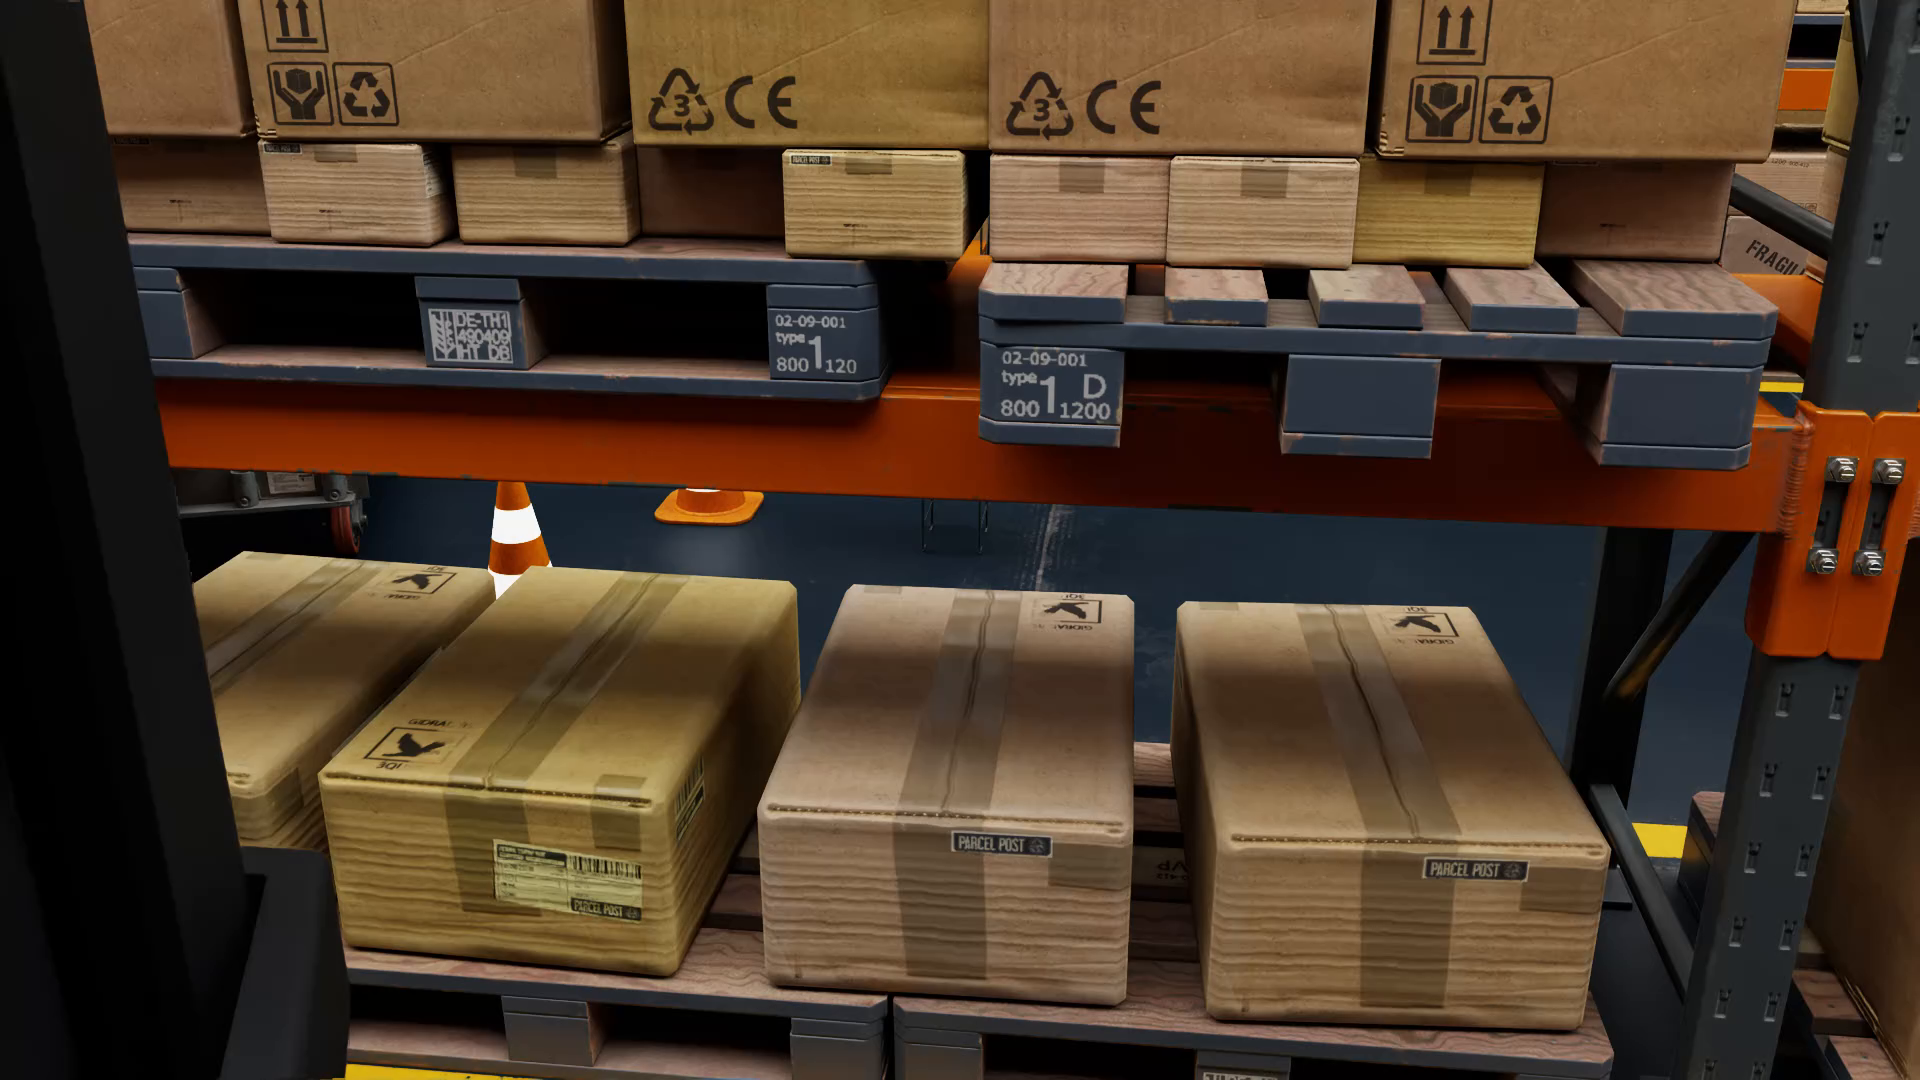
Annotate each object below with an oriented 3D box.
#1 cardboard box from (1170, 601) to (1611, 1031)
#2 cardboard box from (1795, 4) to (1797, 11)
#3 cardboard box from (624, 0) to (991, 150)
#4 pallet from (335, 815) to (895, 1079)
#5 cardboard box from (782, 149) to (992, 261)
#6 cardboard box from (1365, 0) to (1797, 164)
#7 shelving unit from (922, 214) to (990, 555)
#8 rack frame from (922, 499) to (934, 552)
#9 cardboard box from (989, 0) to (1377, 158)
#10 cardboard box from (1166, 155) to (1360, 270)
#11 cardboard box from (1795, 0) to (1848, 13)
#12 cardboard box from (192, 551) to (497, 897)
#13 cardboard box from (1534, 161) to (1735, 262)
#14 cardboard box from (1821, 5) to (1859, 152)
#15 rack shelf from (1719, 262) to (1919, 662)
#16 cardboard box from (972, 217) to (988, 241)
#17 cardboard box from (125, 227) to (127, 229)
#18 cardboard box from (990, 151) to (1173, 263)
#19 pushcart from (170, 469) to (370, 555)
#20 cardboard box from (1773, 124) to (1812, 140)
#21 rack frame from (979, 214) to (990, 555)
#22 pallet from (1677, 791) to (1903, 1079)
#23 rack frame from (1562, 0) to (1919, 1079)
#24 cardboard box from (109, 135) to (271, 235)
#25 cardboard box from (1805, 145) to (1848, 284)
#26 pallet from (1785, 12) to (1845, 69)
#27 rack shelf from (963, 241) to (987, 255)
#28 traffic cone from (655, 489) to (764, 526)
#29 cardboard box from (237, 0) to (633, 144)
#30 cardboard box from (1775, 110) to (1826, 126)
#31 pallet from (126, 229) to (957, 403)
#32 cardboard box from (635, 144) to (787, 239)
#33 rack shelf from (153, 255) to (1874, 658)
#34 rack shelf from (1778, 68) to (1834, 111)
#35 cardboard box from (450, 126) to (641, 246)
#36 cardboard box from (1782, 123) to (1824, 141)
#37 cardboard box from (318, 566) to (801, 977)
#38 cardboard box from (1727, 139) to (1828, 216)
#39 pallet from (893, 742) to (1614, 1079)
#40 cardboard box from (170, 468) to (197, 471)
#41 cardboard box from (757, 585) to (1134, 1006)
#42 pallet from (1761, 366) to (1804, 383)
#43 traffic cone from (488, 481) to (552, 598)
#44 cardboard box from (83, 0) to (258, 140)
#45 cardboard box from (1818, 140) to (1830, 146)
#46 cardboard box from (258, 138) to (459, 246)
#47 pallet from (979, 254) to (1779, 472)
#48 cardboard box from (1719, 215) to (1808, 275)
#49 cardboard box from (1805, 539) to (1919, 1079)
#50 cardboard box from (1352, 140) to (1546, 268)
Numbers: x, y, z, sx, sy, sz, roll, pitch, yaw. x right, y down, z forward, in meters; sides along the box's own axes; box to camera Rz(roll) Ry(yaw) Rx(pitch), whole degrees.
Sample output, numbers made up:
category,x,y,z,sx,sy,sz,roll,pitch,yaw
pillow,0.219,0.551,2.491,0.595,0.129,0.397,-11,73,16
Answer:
category,x,y,z,sx,sy,sz,roll,pitch,yaw
cardboard box,0.751,0.477,3.157,0.625,0.372,0.950,1,22,3
cardboard box,3.281,-2.274,6.883,0.250,0.149,0.380,3,22,8
cardboard box,-0.189,-0.860,2.423,0.500,0.500,0.500,1,22,3
pallet,-0.673,0.687,3.416,1.213,0.211,1.003,2,22,6
cardboard box,-0.096,-0.529,2.469,0.250,0.149,0.380,3,22,7
cardboard box,0.827,-0.820,2.323,0.500,0.500,0.500,2,22,5
shelving unit,-0.014,-0.559,5.221,0.189,1.200,0.258,2,22,6
rack frame,-0.105,-0.563,5.231,0.006,1.200,0.240,2,22,6
cardboard box,0.312,-0.839,2.369,0.500,0.500,0.500,2,22,5
cardboard box,0.428,-0.508,2.416,0.250,0.149,0.380,2,22,6
cardboard box,3.531,-2.262,6.853,0.250,0.149,0.380,3,22,7
cardboard box,-1.426,0.383,3.393,0.625,0.372,0.950,4,22,10
cardboard box,0.958,-0.529,2.468,0.250,0.149,0.380,3,22,8
cardboard box,1.822,-0.756,2.797,0.500,0.250,0.500,2,22,6
rack shelf,3.297,-0.101,2.594,4.000,0.370,1.077,2,22,6
cardboard box,0.331,-1.578,7.841,0.750,0.750,1.050,3,22,7
cardboard box,-1.362,-0.609,2.672,0.250,0.149,0.380,3,22,7
cardboard box,0.179,-0.522,2.451,0.250,0.149,0.380,1,22,4
pushcart,-2.442,-0.310,5.711,0.936,0.377,1.648,-5,22,-12
cardboard box,3.509,-1.736,7.559,0.500,0.250,0.500,3,22,8
rack frame,0.076,-0.555,5.211,0.006,1.200,0.240,2,22,6
pallet,2.085,0.836,3.037,1.213,0.211,1.003,2,22,6
rack frame,1.311,-0.522,2.680,0.127,3.000,1.000,2,22,6
cardboard box,-1.116,-0.598,2.643,0.250,0.149,0.380,3,22,7
cardboard box,1.844,-0.525,2.892,0.500,0.250,0.500,2,22,4
pallet,3.764,-2.174,7.119,1.213,0.211,1.003,2,22,6
rack shelf,-0.014,-0.852,5.105,0.180,0.103,0.258,2,22,6
traffic cone,-0.859,-0.325,5.633,0.334,0.463,0.336,2,22,6
cardboard box,-0.731,-0.884,2.484,0.500,0.500,0.500,2,22,4
cardboard box,5.812,-3.195,11.759,0.875,0.875,1.225,3,22,6
pallet,-0.660,-0.503,2.894,1.213,0.211,1.003,2,22,6
cardboard box,-0.331,-0.586,2.612,0.250,0.149,0.380,3,22,7
rack shelf,-0.675,-0.274,3.031,4.000,0.370,1.077,2,22,6
rack shelf,3.779,-1.912,7.176,4.000,0.370,1.077,2,22,6
cardboard box,-0.590,-0.567,2.564,0.250,0.149,0.380,2,22,5
cardboard box,4.028,-1.716,7.510,0.500,0.250,0.500,3,22,8
cardboard box,-0.735,0.413,3.319,0.625,0.372,0.950,3,22,8
cardboard box,3.443,-1.549,7.087,0.500,0.250,0.500,3,22,7
pallet,0.535,0.740,3.280,1.213,0.211,1.003,2,22,6
cardboard box,-2.481,-0.536,5.085,0.500,0.500,0.500,2,22,6
cardboard box,0.017,0.448,3.230,0.625,0.372,0.950,2,22,5
pallet,3.777,-0.949,7.553,1.213,0.211,1.003,2,22,6
traffic cone,-1.265,0.027,4.741,0.334,0.463,0.336,2,22,6
cardboard box,-1.242,-0.902,2.530,0.500,0.500,0.500,2,22,6
cardboard box,3.961,-1.527,7.031,0.500,0.250,0.500,2,22,4
cardboard box,-0.858,-0.568,2.566,0.250,0.149,0.380,3,22,8
pallet,0.591,-0.425,2.695,1.003,0.211,1.213,2,22,6
cardboard box,3.476,-1.202,7.228,0.500,0.500,0.500,2,22,5
cardboard box,1.987,0.331,2.841,0.875,0.875,0.875,2,22,6
cardboard box,0.683,-0.514,2.430,0.250,0.149,0.380,3,22,7
